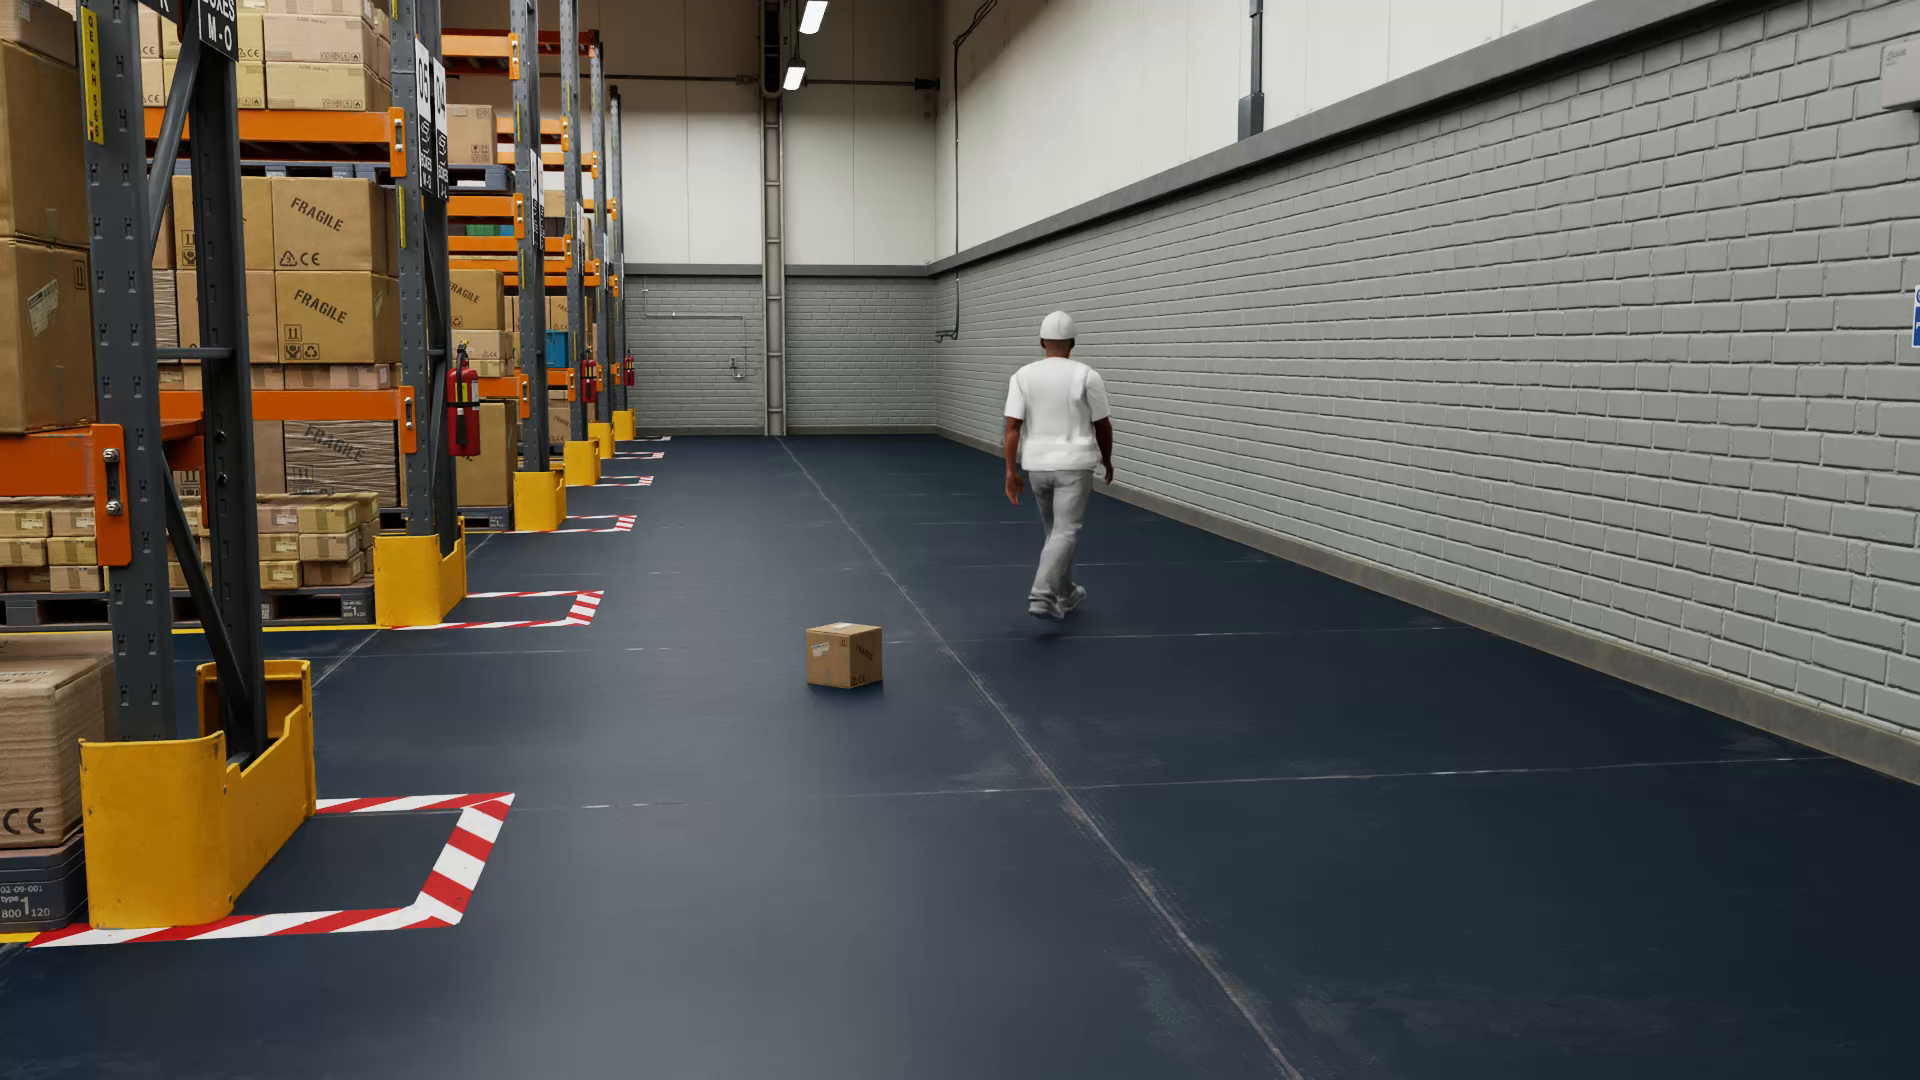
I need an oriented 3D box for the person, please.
[{"bbox_3d":[0.565,-0.405,9.239,0.558,1.723,1.071,3,7,27],"label":"person"}]
